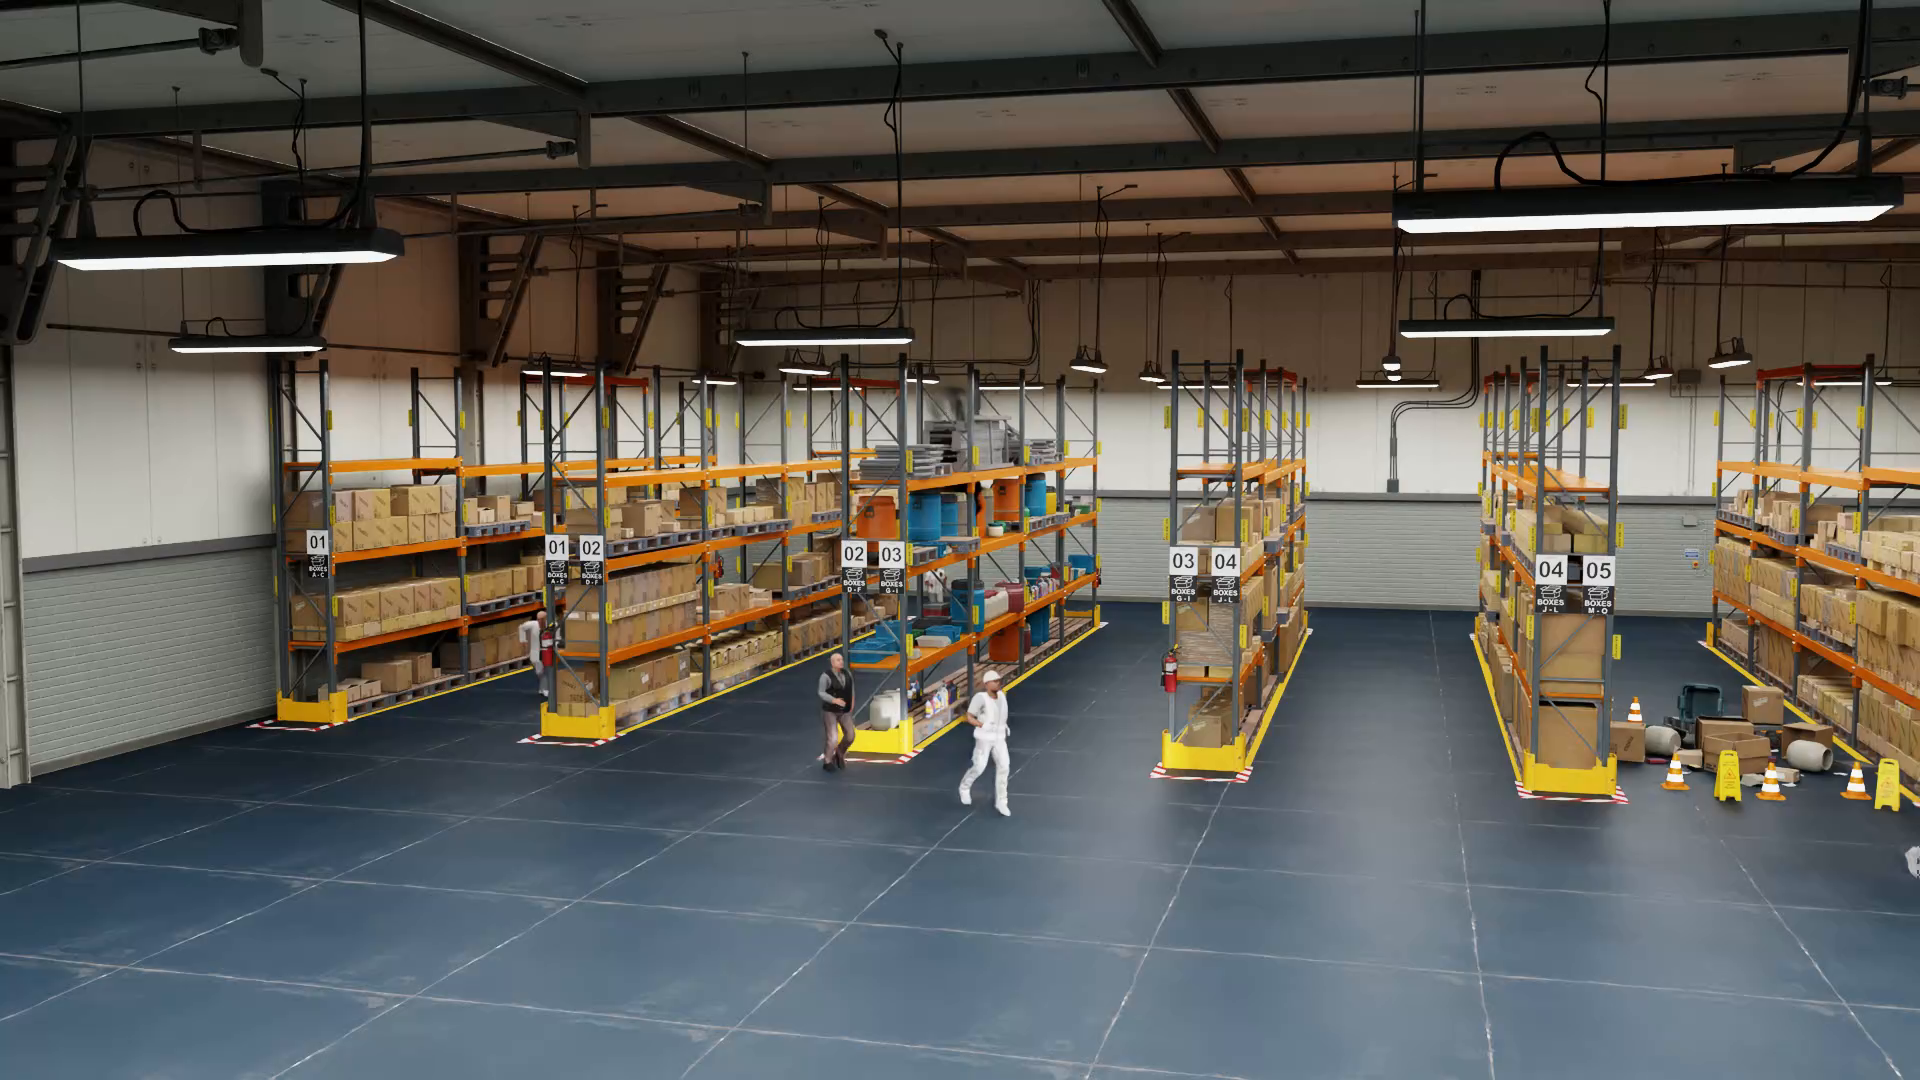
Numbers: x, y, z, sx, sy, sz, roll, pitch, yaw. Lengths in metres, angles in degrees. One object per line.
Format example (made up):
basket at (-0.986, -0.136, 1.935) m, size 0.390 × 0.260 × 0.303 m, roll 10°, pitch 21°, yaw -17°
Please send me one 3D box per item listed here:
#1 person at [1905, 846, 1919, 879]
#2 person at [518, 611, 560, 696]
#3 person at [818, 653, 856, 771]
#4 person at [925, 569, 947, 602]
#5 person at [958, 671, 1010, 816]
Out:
person at (10.374, 2.932, 17.353) m, size 0.707 × 1.708 × 0.971 m, roll -2°, pitch 5°, yaw -29°
person at (-7.586, 2.054, 30.021) m, size 0.736 × 1.598 × 0.868 m, roll -1°, pitch 4°, yaw -14°
person at (-1.711, 2.458, 23.637) m, size 0.667 × 1.703 × 0.648 m, roll -3°, pitch 5°, yaw -33°
person at (-0.588, 1.305, 39.963) m, size 0.521 × 1.749 × 0.787 m, roll 0°, pitch 4°, yaw 4°
person at (0.389, 2.570, 21.325) m, size 0.721 × 1.795 × 0.947 m, roll -3°, pitch 5°, yaw -36°
